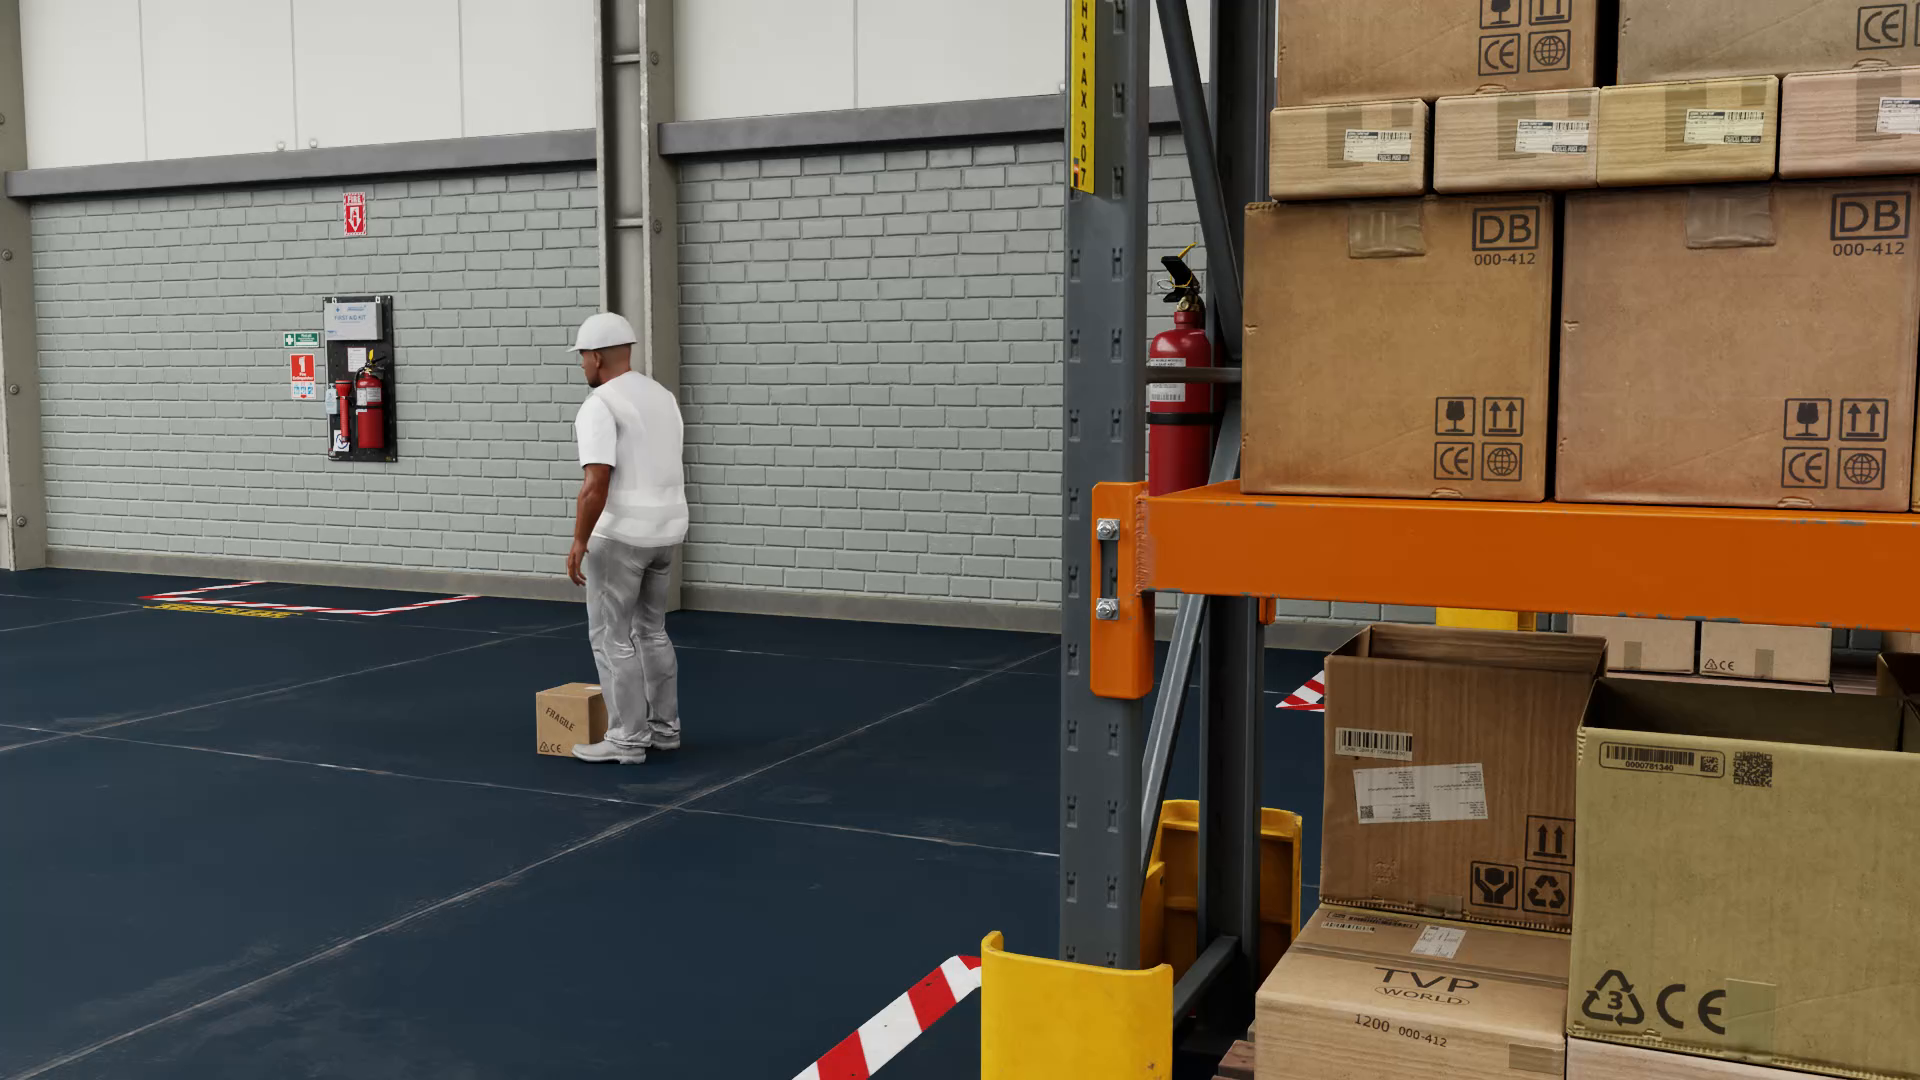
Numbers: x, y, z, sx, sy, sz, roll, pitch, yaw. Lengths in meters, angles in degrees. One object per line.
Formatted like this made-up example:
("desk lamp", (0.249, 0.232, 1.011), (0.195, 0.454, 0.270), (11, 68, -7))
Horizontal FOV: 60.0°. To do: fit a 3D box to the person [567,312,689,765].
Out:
("person", (-1.324, -0.014, 6.587), (0.456, 1.761, 0.627), (2, 6, 24))
